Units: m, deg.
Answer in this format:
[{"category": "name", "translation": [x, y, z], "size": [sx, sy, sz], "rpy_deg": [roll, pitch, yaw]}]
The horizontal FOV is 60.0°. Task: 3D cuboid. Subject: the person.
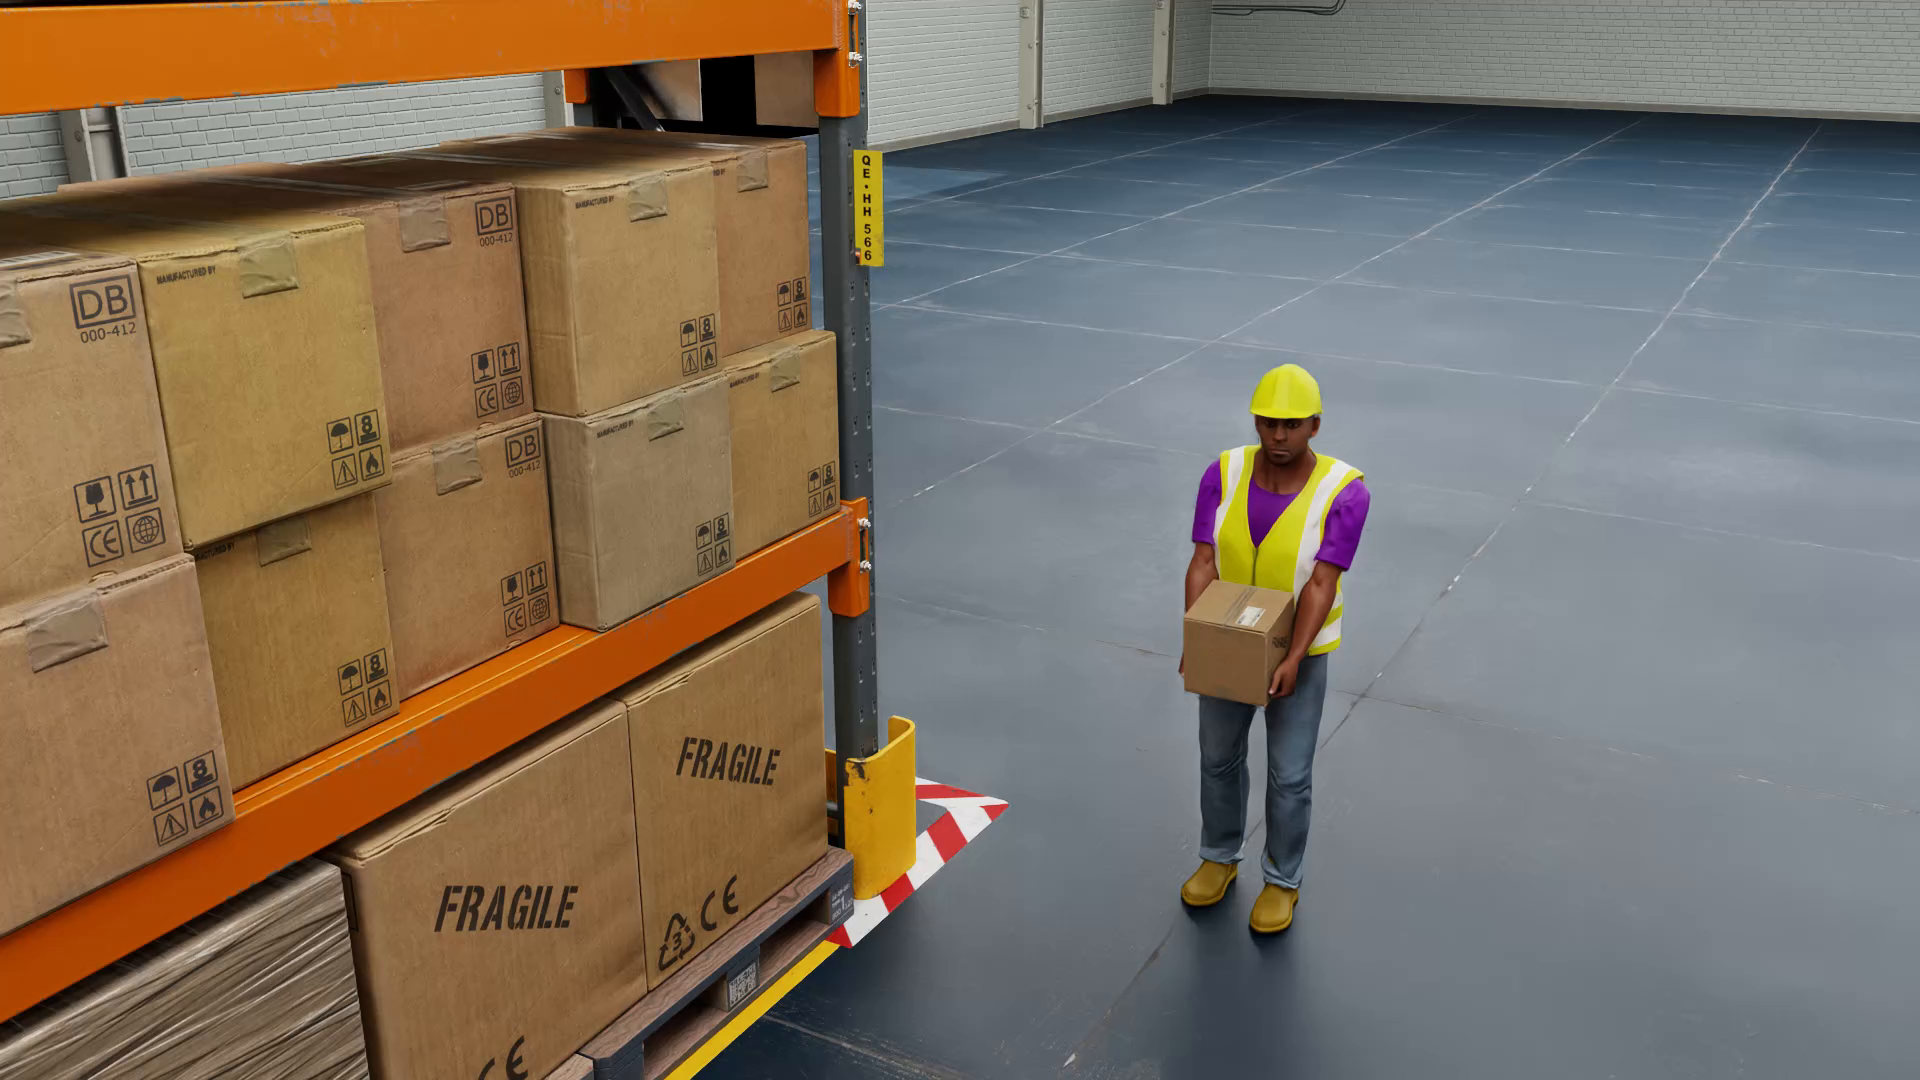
[{"category": "person", "translation": [0.914, 0.350, 5.037], "size": [0.505, 1.762, 0.566], "rpy_deg": [10, 22, 27]}]
